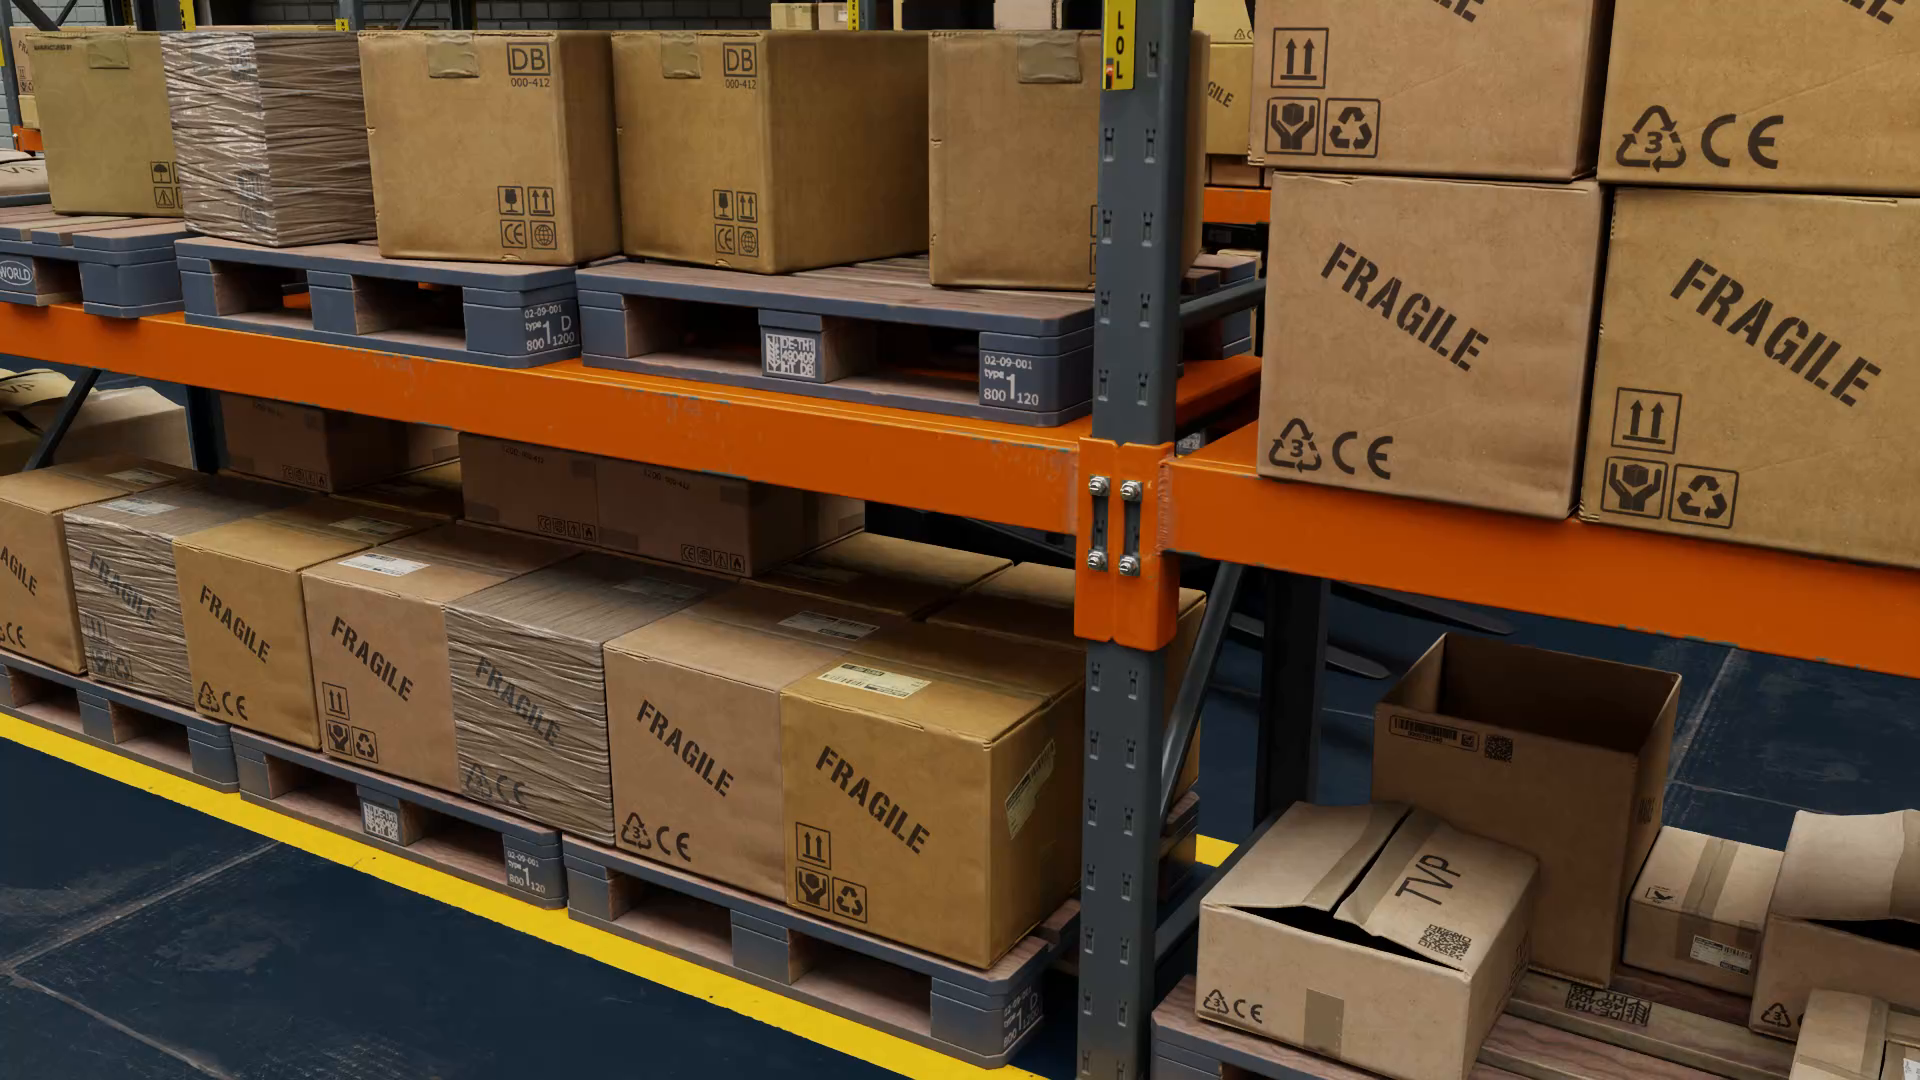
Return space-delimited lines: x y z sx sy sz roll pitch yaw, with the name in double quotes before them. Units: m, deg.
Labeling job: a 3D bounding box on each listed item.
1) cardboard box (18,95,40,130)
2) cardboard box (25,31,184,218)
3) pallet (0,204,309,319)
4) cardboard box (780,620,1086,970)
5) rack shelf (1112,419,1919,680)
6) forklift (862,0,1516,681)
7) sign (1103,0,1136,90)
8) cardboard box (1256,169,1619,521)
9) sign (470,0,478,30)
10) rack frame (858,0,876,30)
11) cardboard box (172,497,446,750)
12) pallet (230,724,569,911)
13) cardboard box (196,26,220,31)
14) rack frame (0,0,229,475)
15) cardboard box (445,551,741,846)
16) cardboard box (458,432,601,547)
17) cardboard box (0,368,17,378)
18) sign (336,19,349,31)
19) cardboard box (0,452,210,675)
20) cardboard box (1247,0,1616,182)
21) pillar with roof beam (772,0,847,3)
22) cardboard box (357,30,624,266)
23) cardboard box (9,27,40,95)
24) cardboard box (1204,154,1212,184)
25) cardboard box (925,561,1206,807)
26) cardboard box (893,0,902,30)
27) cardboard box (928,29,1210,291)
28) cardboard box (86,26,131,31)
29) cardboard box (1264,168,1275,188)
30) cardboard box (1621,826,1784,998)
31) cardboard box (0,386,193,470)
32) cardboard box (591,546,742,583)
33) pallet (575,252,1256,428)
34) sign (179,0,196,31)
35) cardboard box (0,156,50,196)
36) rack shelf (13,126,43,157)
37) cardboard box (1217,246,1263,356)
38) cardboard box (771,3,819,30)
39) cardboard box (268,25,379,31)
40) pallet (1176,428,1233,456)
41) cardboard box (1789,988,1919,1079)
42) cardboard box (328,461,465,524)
"cardboard box" -6.846 -3.300 12.806 0.500 0.250 0.500 9 19 28
"cardboard box" -2.272 -1.251 4.945 0.500 0.500 0.700 4 17 12
"pallet" -2.253 -0.893 4.990 1.003 0.211 1.213 10 20 30
"cardboard box" -0.030 0.520 3.554 0.500 0.500 0.500 10 20 30
"rack shelf" 2.245 0.187 2.344 4.000 0.370 1.077 10 20 30
"forklift" 0.548 -1.196 5.775 1.130 2.935 3.031 -13 21 -36
"sign" 0.253 -0.878 2.618 0.005 0.325 0.100 10 20 30
"cardboard box" 0.833 -0.365 2.749 0.500 0.500 0.500 11 20 31
"sign" -3.399 -3.598 11.574 0.005 0.325 0.100 10 20 30
"rack frame" -0.278 -2.298 9.285 0.127 3.000 1.000 10 20 30
"cardboard box" -1.755 0.211 4.569 0.500 0.500 0.500 10 19 29
"pallet" -1.216 0.573 4.633 1.213 0.211 1.003 10 20 30
"cardboard box" -5.103 -3.352 11.688 0.500 0.500 0.500 9 19 28
"rack frame" -2.868 -1.070 5.244 0.127 3.000 1.000 10 20 30
"cardboard box" -0.874 0.366 4.060 0.500 0.500 0.500 10 20 31
"cardboard box" -1.024 -0.197 4.624 0.500 0.250 0.500 10 19 29
"cardboard box" -4.046 -0.532 6.516 0.500 0.311 0.500 10 19 29
"sign" -3.964 -3.185 10.716 0.005 0.325 0.100 10 20 30
"cardboard box" -2.629 0.055 5.082 0.500 0.500 0.500 11 20 32
"cardboard box" 0.795 -0.847 2.616 0.500 0.500 0.500 11 20 31
"pillar with roof beam" -3.186 -4.514 6.259 0.400 9.000 9.100 10 20 30
"cardboard box" -0.997 -0.964 4.000 0.500 0.500 0.700 5 18 16
"cardboard box" -6.846 -3.664 12.716 0.500 0.500 0.500 10 20 30
"cardboard box" 1.194 -1.849 8.205 0.250 0.149 0.380 10 20 30
"cardboard box" 0.256 0.390 3.981 0.500 0.500 0.500 9 19 28
"cardboard box" -0.002 -2.719 8.663 0.500 0.250 0.500 11 20 31
"cardboard box" 0.254 -0.838 3.585 0.500 0.500 0.700 4 17 12
"cardboard box" -5.993 -3.506 12.197 0.500 0.500 0.500 9 19 28
"cardboard box" 1.634 -1.764 7.926 0.250 0.149 0.380 10 19 29
"cardboard box" 1.526 0.750 3.398 0.250 0.149 0.380 10 20 30
"cardboard box" -3.160 -0.376 6.003 0.500 0.311 0.500 11 20 32
"cardboard box" -0.626 0.233 4.496 0.500 0.500 0.500 10 20 31
"pallet" -0.083 -0.519 3.758 1.213 0.211 1.003 10 20 30
"sign" -2.592 -1.722 5.534 0.005 0.325 0.100 10 20 30
"cardboard box" -3.155 -1.094 5.475 0.500 0.311 0.500 12 20 33
"rack shelf" -5.391 -2.866 12.394 4.000 0.370 1.077 10 20 30
"cardboard box" 1.749 -1.063 8.195 0.750 0.750 0.750 11 20 32
"cardboard box" -0.870 -2.957 9.409 0.250 0.149 0.380 7 18 21
"cardboard box" -4.252 -3.198 11.182 0.500 0.500 0.500 10 20 30
"pallet" 1.389 -0.639 8.622 1.213 0.211 1.003 10 20 30
"cardboard box" 1.528 0.930 2.777 0.250 0.166 0.380 10 20 30
"cardboard box" -1.507 0.078 5.007 0.500 0.500 0.500 9 19 28
